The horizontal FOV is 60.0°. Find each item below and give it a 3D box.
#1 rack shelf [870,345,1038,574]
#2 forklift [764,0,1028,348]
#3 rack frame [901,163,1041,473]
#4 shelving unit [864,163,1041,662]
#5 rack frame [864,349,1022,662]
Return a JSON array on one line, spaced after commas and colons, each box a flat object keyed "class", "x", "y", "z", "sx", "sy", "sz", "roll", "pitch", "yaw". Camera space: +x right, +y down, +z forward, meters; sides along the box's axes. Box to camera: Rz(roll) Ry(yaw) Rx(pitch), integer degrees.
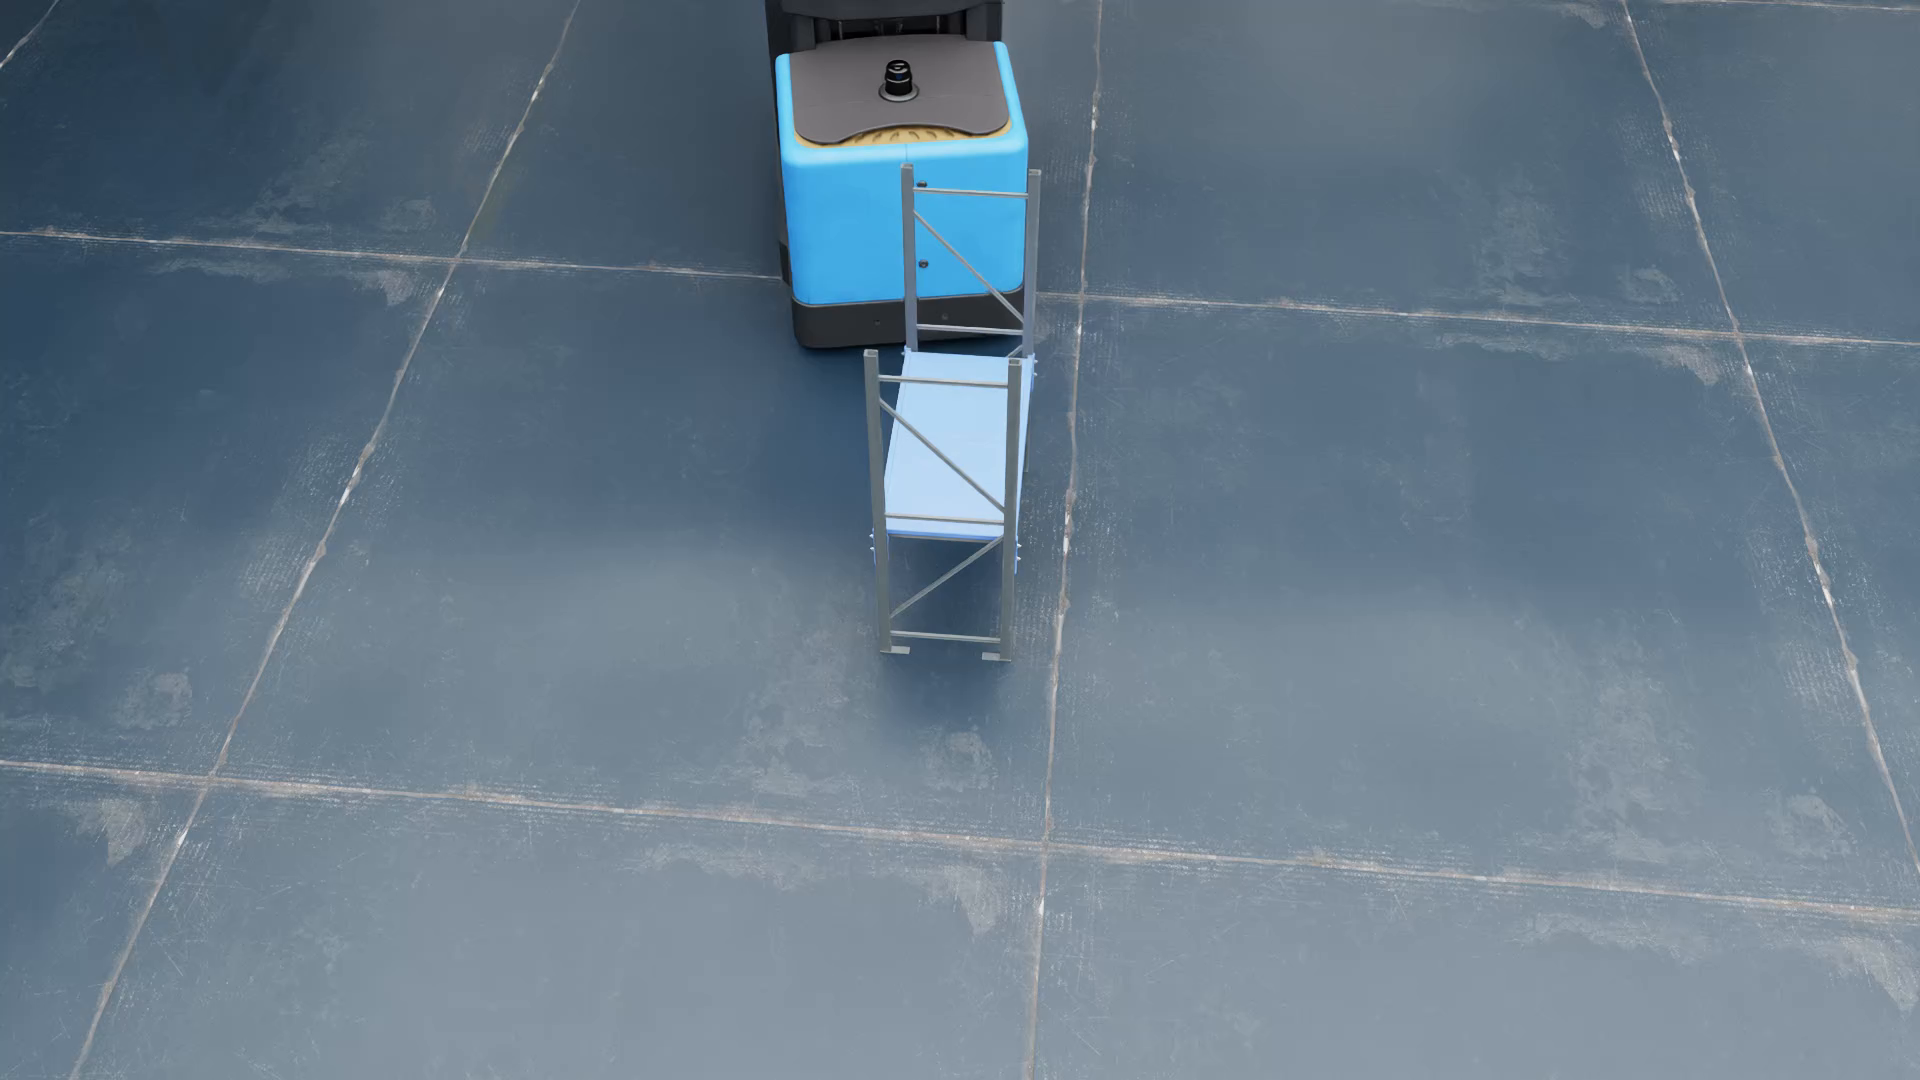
[{"class": "rack shelf", "x": -0.008, "y": -0.322, "z": 6.272, "sx": 0.538, "sy": 0.185, "sz": 1.000, "roll": 4, "pitch": 48, "yaw": 4}, {"class": "forklift", "x": -0.376, "y": -2.942, "z": 7.454, "sx": 1.130, "sy": 2.935, "sz": 3.031, "roll": -5, "pitch": 48, "yaw": -4}, {"class": "rack frame", "x": 0.039, "y": -0.817, "z": 6.481, "sx": 0.500, "sy": 1.500, "sz": 0.032, "roll": 4, "pitch": 48, "yaw": 4}, {"class": "shelving unit", "x": -0.008, "y": -0.443, "z": 6.139, "sx": 0.538, "sy": 1.500, "sz": 1.048, "roll": 4, "pitch": 48, "yaw": 4}, {"class": "rack frame", "x": -0.054, "y": -0.070, "z": 5.798, "sx": 0.500, "sy": 1.500, "sz": 0.032, "roll": 4, "pitch": 48, "yaw": 4}]
